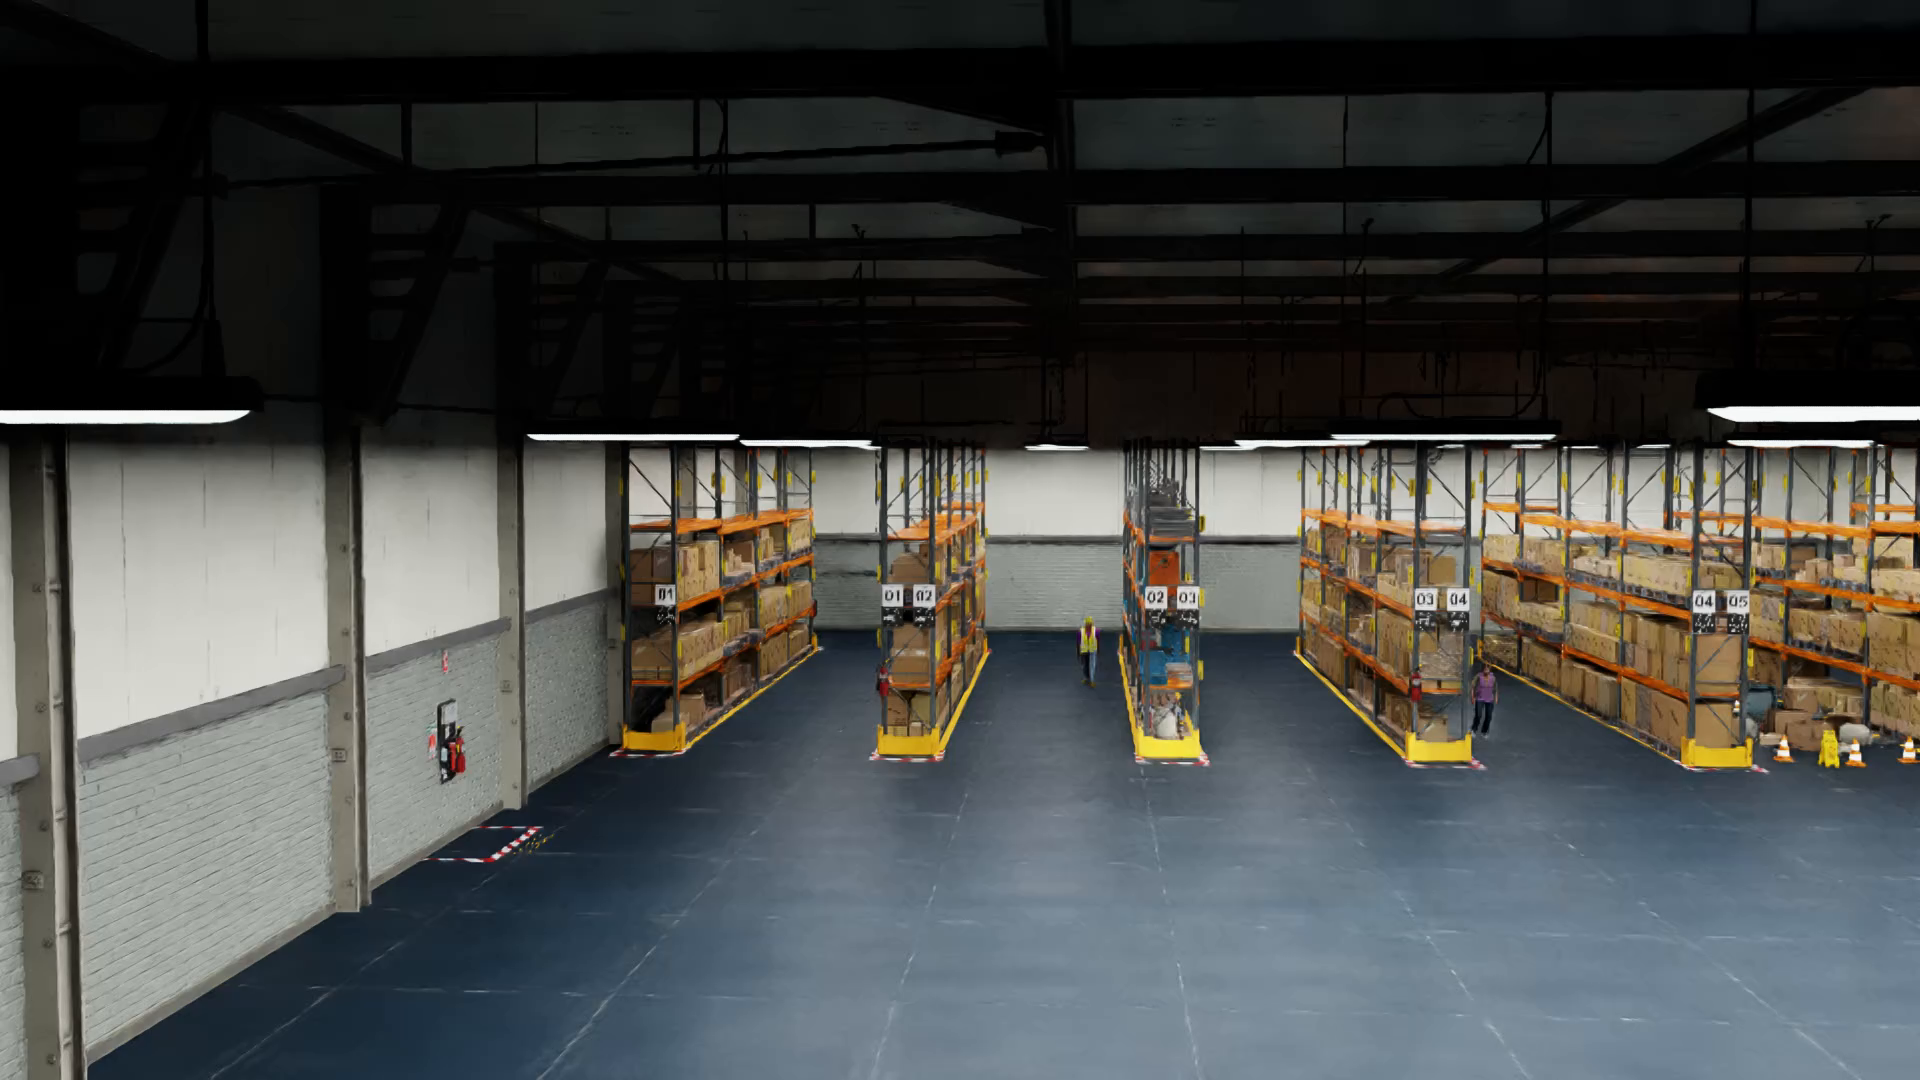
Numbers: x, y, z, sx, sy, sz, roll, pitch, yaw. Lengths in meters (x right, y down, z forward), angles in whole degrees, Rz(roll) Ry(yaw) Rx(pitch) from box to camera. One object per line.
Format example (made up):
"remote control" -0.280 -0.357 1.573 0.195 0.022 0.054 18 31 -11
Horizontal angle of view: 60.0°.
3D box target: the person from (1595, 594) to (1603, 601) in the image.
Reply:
"person" 18.162 2.357 47.050 0.554 1.716 0.653 -1 3 -23

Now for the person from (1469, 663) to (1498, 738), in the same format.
"person" 10.414 3.187 33.100 0.566 1.541 0.519 0 3 1

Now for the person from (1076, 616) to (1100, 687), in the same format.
"person" 3.120 2.700 40.551 0.577 1.687 1.121 0 3 7
